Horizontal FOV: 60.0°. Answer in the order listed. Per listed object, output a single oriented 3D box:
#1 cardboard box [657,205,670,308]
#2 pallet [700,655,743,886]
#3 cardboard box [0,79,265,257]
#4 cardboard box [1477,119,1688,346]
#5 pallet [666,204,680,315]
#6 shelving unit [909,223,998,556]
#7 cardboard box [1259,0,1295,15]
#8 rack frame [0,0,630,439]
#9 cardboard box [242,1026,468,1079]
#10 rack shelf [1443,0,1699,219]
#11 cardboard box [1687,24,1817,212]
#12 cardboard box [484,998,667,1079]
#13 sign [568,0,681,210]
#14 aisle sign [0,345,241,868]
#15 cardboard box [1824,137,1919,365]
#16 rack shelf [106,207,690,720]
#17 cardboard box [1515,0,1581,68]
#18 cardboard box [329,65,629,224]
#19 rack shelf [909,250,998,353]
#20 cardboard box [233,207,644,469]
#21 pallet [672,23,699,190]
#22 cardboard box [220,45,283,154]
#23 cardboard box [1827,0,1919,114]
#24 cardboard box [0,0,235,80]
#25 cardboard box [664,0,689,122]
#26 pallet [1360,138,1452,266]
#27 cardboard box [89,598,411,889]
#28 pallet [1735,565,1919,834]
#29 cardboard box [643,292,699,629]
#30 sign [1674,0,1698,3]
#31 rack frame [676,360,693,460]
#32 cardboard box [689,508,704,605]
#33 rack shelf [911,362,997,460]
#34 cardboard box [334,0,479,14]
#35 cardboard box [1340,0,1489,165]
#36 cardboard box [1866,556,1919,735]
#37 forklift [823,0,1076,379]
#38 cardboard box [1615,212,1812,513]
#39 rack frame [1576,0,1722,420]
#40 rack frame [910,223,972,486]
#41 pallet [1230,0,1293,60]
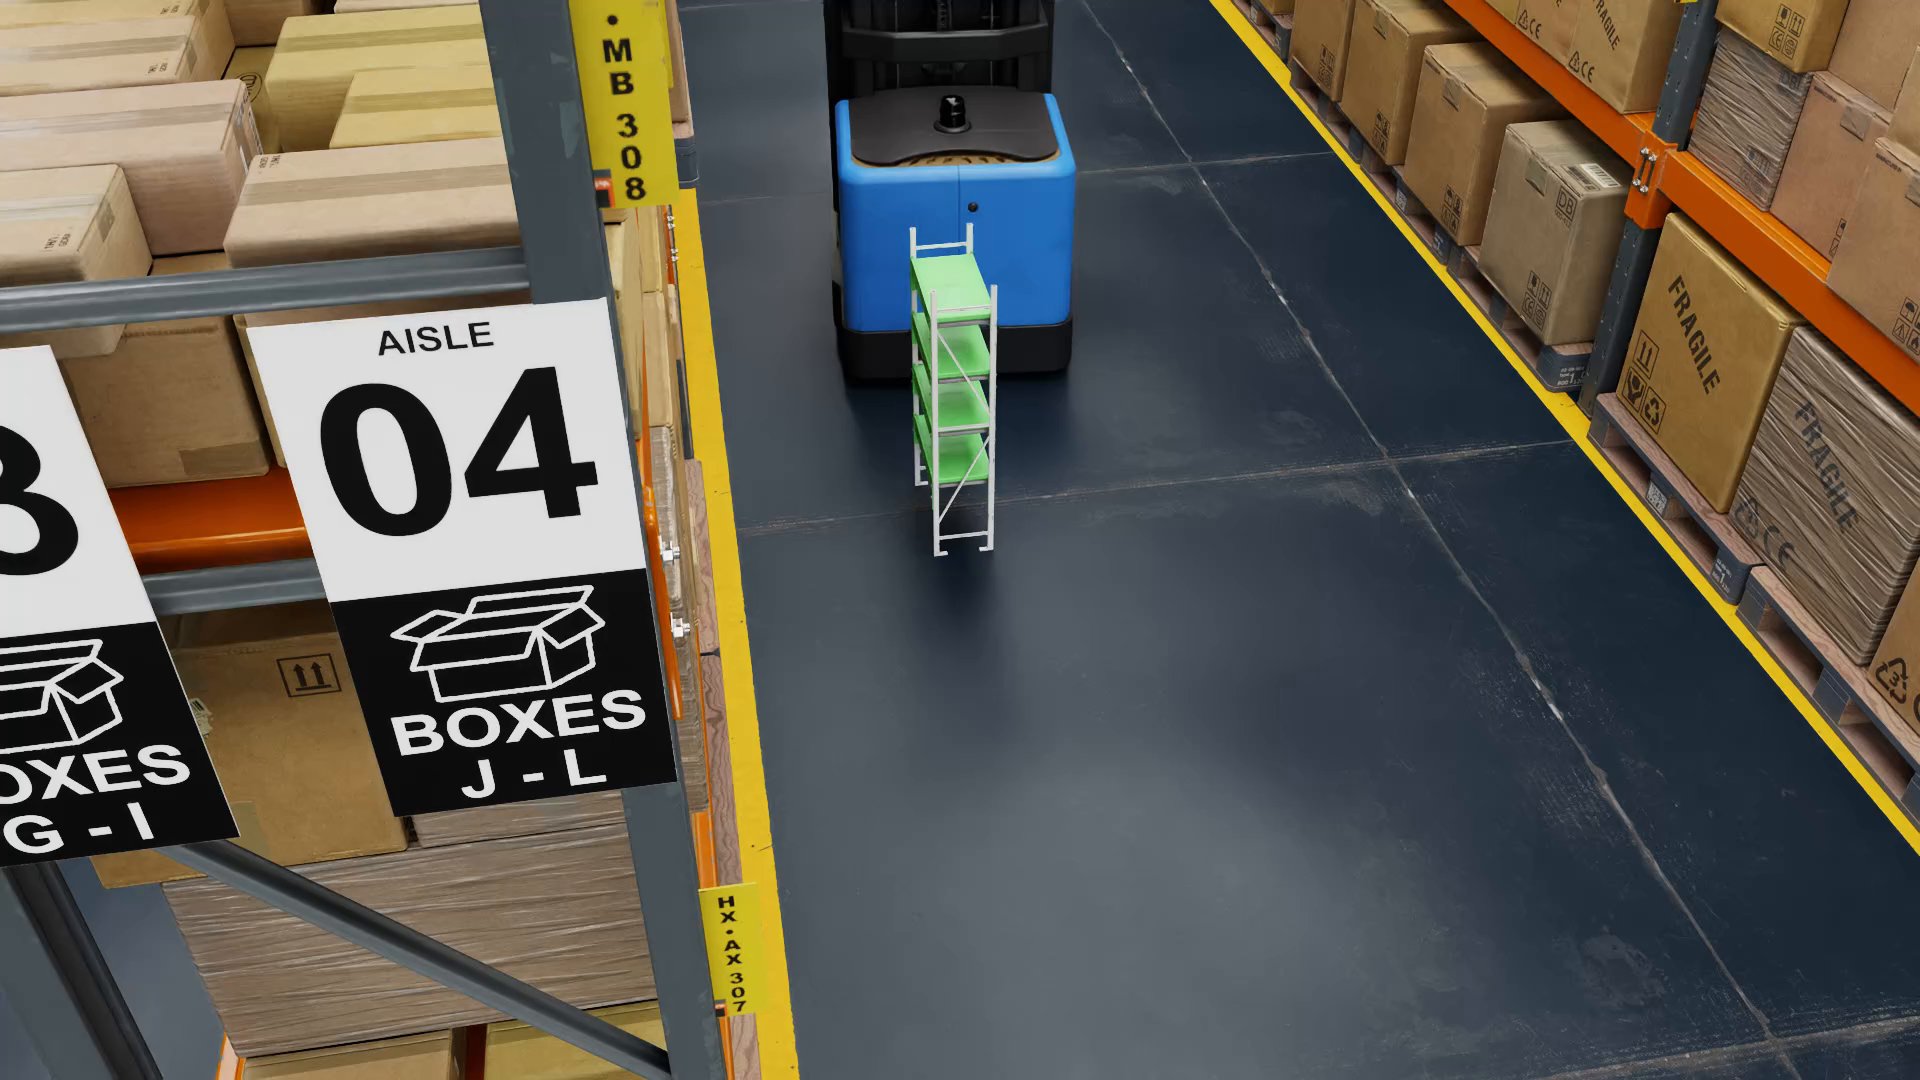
[{"bbox_3d":[-0.996,-0.742,4.122,0.500,0.500,0.500,-6,38,-8],"label":"cardboard box"},{"bbox_3d":[-1.236,0.902,5.416,1.003,0.211,1.213,-6,38,-8],"label":"pallet"},{"bbox_3d":[-1.191,-0.510,2.314,0.380,0.149,0.250,-7,38,-9],"label":"cardboard box"},{"bbox_3d":[3.098,-1.454,7.668,1.050,0.750,0.750,-6,38,-8],"label":"cardboard box"},{"bbox_3d":[-1.961,-1.446,8.440,1.003,0.211,1.213,-6,38,-8],"label":"pallet"},{"bbox_3d":[-0.029,-0.574,6.511,0.258,1.200,0.503,-6,38,-8],"label":"shelving unit"},{"bbox_3d":[2.221,-3.776,10.860,0.500,0.500,0.500,-6,38,-8],"label":"cardboard box"},{"bbox_3d":[-0.905,-1.292,1.078,1.000,3.000,0.127,-6,38,-8],"label":"rack frame"},{"bbox_3d":[-1.158,1.026,3.189,0.380,0.149,0.250,-6,38,-8],"label":"cardboard box"},{"bbox_3d":[2.944,-2.735,8.412,1.077,0.370,4.000,-6,38,-8],"label":"rack shelf"},{"bbox_3d":[3.372,-1.649,6.306,0.875,0.550,0.550,-6,38,-8],"label":"cardboard box"},{"bbox_3d":[-0.720,0.978,3.250,0.380,0.149,0.250,-6,38,-8],"label":"cardboard box"},{"bbox_3d":[-0.370,-0.511,1.806,0.100,0.325,0.005,-6,38,-8],"label":"sign"},{"bbox_3d":[-1.189,0.120,2.032,0.394,0.787,0.004,-6,38,-8],"label":"aisle sign"},{"bbox_3d":[3.469,-0.981,5.445,0.875,0.550,0.550,-6,38,-8],"label":"cardboard box"},{"bbox_3d":[-1.255,-1.031,3.774,1.077,0.370,4.000,-6,38,-8],"label":"rack shelf"},{"bbox_3d":[2.852,-2.443,7.368,0.500,0.500,0.500,-7,38,-8],"label":"cardboard box"},{"bbox_3d":[-0.675,-0.564,2.383,0.380,0.149,0.250,-5,38,-7],"label":"cardboard box"},{"bbox_3d":[-0.029,-0.902,6.255,0.258,0.148,0.480,-6,38,-8],"label":"rack shelf"},{"bbox_3d":[-0.735,-0.367,2.455,0.500,0.250,0.500,-5,38,-7],"label":"cardboard box"},{"bbox_3d":[-1.597,-1.741,6.702,1.003,0.211,1.213,-6,38,-8],"label":"pallet"},{"bbox_3d":[-1.330,-0.613,2.772,0.500,0.250,0.500,-6,38,-8],"label":"cardboard box"},{"bbox_3d":[3.537,-1.751,5.556,0.875,0.550,0.550,-6,38,-8],"label":"cardboard box"},{"bbox_3d":[-1.414,-0.812,2.703,0.380,0.149,0.250,-6,38,-8],"label":"cardboard box"},{"bbox_3d":[-1.607,-2.237,6.353,1.000,1.000,1.000,-6,38,-8],"label":"cardboard box"},{"bbox_3d":[2.868,-1.907,9.032,1.003,0.211,1.213,-6,38,-8],"label":"pallet"},{"bbox_3d":[-1.244,0.220,2.883,0.500,0.500,0.500,-6,38,-8],"label":"cardboard box"},{"bbox_3d":[3.569,0.496,5.940,1.003,0.211,1.213,-6,38,-8],"label":"pallet"},{"bbox_3d":[-0.813,-0.139,3.345,0.500,0.500,0.500,-6,38,-8],"label":"cardboard box"},{"bbox_3d":[2.763,-2.173,6.223,0.100,0.325,0.005,-6,38,-8],"label":"sign"},{"bbox_3d":[-1.606,-1.339,6.029,1.000,3.000,0.127,-6,38,-8],"label":"rack frame"},{"bbox_3d":[-0.887,0.062,4.430,0.380,0.149,0.250,-6,38,-8],"label":"cardboard box"},{"bbox_3d":[-0.029,-0.523,6.550,0.258,0.148,0.480,-6,38,-8],"label":"rack shelf"},{"bbox_3d":[-0.819,-0.875,2.784,0.380,0.149,0.250,-5,38,-6],"label":"cardboard box"},{"bbox_3d":[2.769,-2.600,9.143,1.050,0.750,0.750,-6,38,-7],"label":"cardboard box"},{"bbox_3d":[3.656,0.344,5.252,0.875,0.875,0.875,-7,38,-9],"label":"cardboard box"},{"bbox_3d":[-0.119,-2.782,7.942,1.130,2.935,3.031,-3,38,-4],"label":"forklift"},{"bbox_3d":[3.336,-0.751,6.661,0.875,0.875,0.875,-6,38,-7],"label":"cardboard box"},{"bbox_3d":[3.295,-1.811,6.637,1.000,3.000,0.127,-6,38,-8],"label":"rack frame"},{"bbox_3d":[-0.072,-0.721,6.700,0.240,1.200,0.015,-6,38,-8],"label":"rack frame"},{"bbox_3d":[2.458,-3.598,11.210,1.003,0.211,1.213,-6,38,-8],"label":"pallet"}]
